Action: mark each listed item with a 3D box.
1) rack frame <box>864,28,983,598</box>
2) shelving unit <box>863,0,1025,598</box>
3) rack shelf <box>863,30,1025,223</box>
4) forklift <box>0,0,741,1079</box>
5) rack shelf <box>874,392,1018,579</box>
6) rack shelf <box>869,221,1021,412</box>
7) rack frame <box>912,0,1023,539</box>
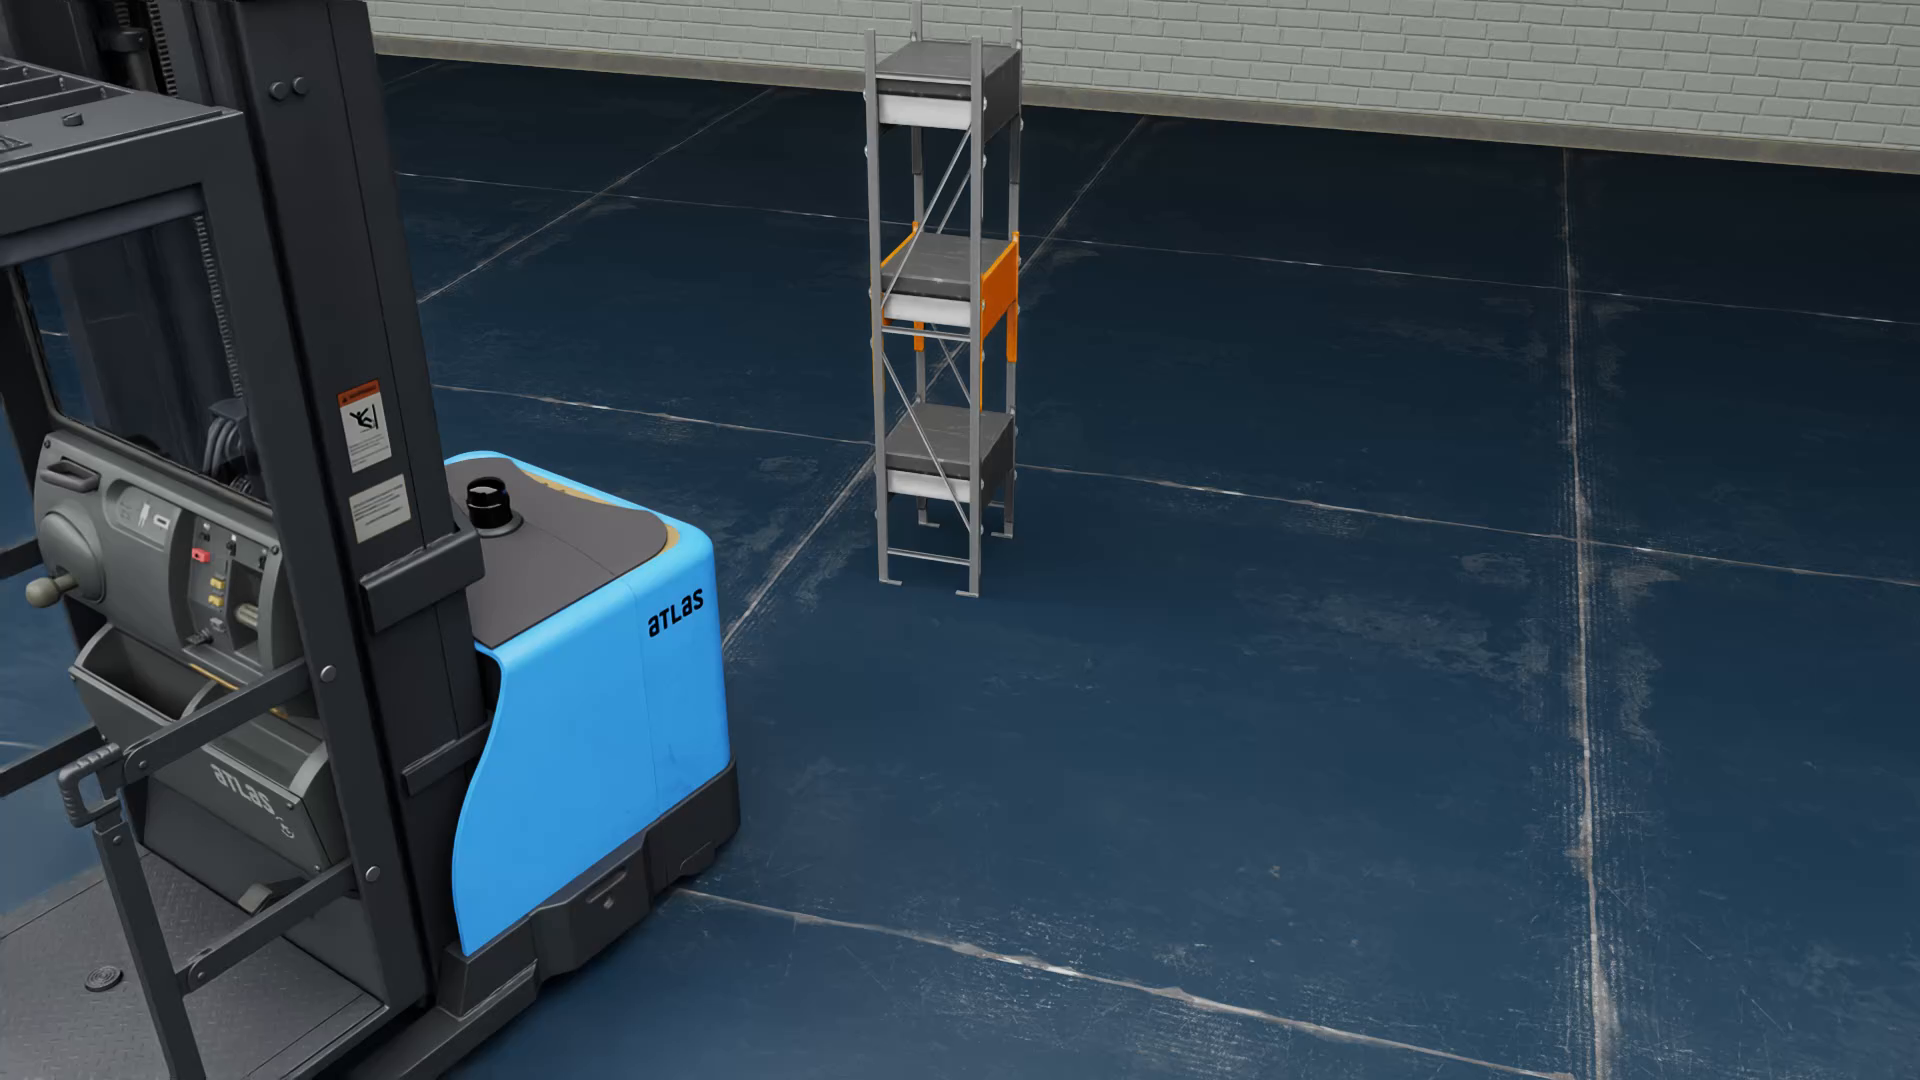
[{"bbox_3d":[-0.120,-0.727,5.897,0.400,2.100,0.015,8,30,15],"label":"rack frame"},{"bbox_3d":[-0.049,-0.841,6.101,0.431,2.100,0.503,8,30,15],"label":"shelving unit"},{"bbox_3d":[-0.049,-1.440,5.768,0.431,0.518,0.480,8,30,15],"label":"rack shelf"},{"bbox_3d":[-1.927,0.084,3.584,1.130,2.935,3.031,19,34,30],"label":"forklift"},{"bbox_3d":[-0.049,-0.217,6.448,0.431,0.518,0.480,8,30,15],"label":"rack shelf"},{"bbox_3d":[-0.049,-0.829,6.108,0.431,0.518,0.480,8,30,15],"label":"rack shelf"},{"bbox_3d":[0.023,-0.954,6.305,0.400,2.100,0.015,8,30,15],"label":"rack frame"}]
